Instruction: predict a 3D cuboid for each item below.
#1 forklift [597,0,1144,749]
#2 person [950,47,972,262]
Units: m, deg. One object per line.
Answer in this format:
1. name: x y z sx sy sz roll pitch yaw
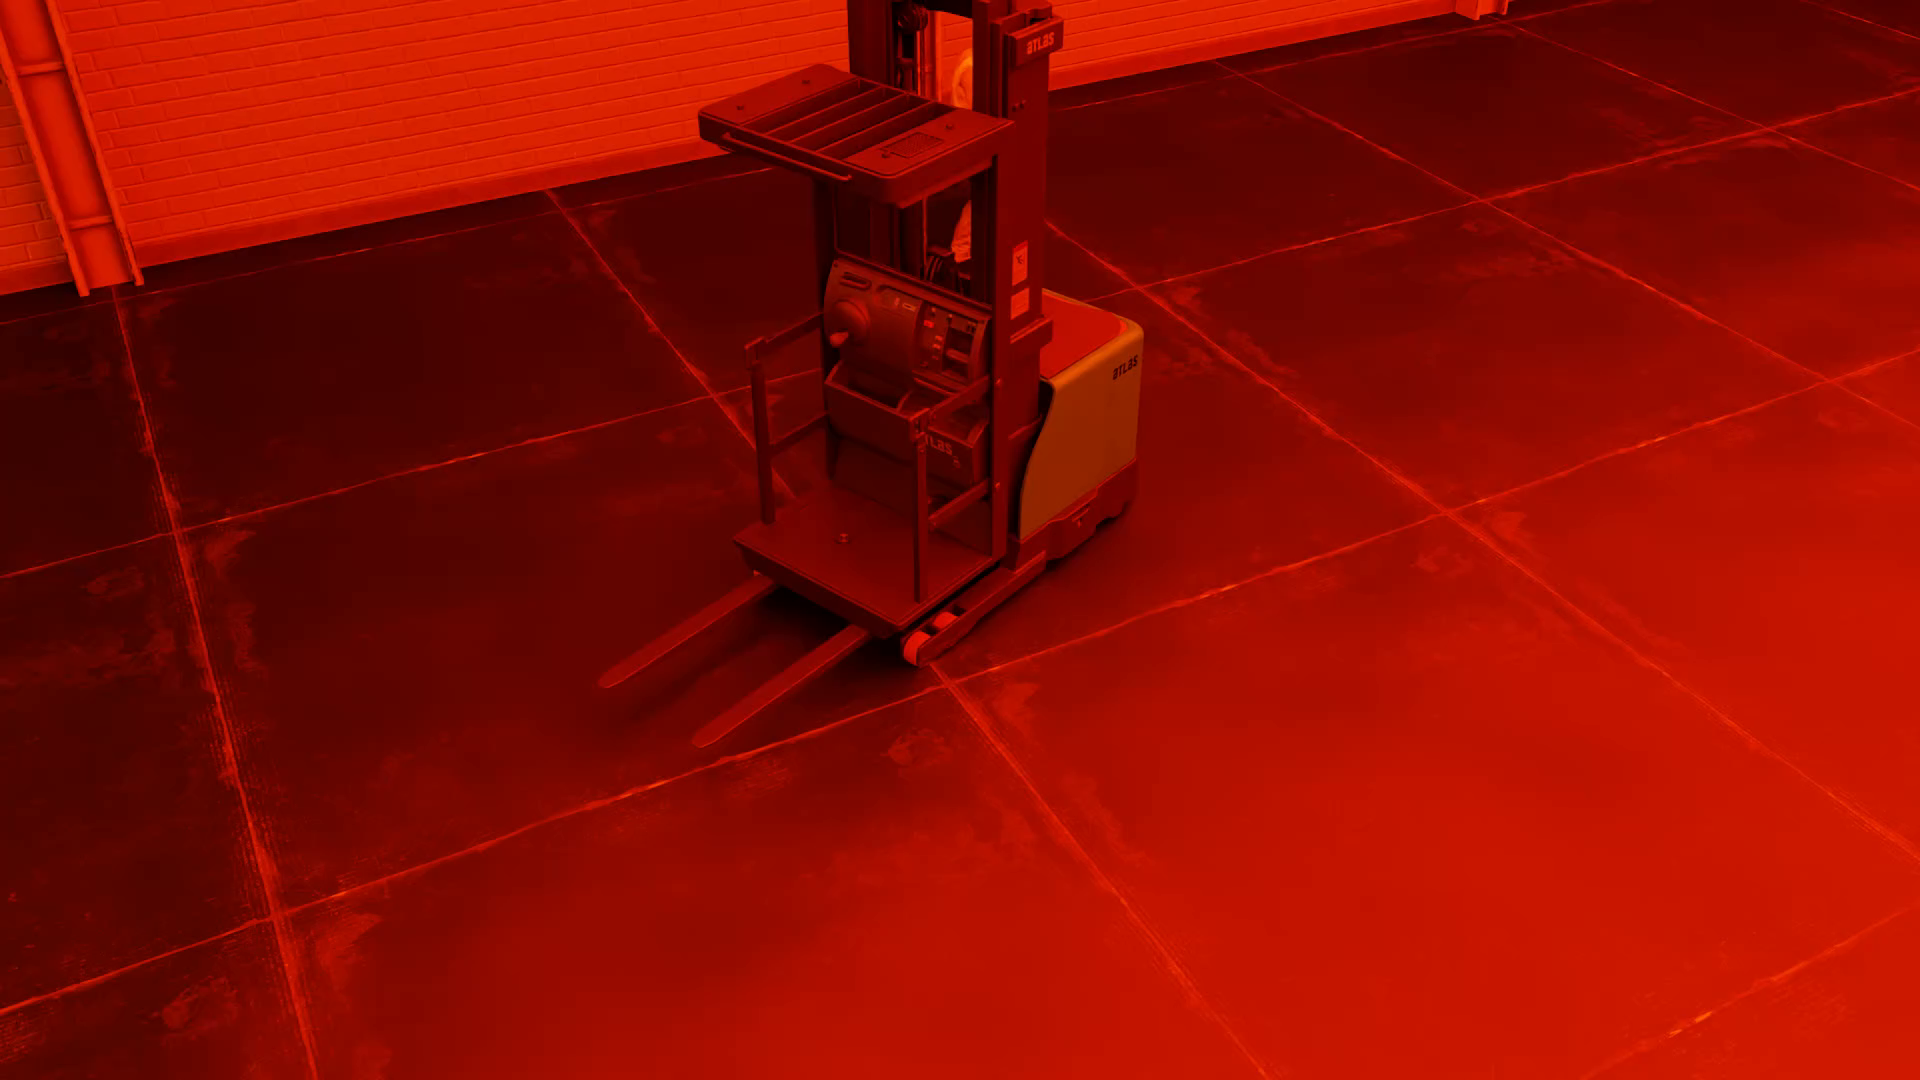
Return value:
1. forklift: -0.390 -0.927 7.434 1.130 2.935 3.031 26 43 31
2. person: 0.181 -2.587 10.857 0.564 1.723 0.803 -7 36 -10
